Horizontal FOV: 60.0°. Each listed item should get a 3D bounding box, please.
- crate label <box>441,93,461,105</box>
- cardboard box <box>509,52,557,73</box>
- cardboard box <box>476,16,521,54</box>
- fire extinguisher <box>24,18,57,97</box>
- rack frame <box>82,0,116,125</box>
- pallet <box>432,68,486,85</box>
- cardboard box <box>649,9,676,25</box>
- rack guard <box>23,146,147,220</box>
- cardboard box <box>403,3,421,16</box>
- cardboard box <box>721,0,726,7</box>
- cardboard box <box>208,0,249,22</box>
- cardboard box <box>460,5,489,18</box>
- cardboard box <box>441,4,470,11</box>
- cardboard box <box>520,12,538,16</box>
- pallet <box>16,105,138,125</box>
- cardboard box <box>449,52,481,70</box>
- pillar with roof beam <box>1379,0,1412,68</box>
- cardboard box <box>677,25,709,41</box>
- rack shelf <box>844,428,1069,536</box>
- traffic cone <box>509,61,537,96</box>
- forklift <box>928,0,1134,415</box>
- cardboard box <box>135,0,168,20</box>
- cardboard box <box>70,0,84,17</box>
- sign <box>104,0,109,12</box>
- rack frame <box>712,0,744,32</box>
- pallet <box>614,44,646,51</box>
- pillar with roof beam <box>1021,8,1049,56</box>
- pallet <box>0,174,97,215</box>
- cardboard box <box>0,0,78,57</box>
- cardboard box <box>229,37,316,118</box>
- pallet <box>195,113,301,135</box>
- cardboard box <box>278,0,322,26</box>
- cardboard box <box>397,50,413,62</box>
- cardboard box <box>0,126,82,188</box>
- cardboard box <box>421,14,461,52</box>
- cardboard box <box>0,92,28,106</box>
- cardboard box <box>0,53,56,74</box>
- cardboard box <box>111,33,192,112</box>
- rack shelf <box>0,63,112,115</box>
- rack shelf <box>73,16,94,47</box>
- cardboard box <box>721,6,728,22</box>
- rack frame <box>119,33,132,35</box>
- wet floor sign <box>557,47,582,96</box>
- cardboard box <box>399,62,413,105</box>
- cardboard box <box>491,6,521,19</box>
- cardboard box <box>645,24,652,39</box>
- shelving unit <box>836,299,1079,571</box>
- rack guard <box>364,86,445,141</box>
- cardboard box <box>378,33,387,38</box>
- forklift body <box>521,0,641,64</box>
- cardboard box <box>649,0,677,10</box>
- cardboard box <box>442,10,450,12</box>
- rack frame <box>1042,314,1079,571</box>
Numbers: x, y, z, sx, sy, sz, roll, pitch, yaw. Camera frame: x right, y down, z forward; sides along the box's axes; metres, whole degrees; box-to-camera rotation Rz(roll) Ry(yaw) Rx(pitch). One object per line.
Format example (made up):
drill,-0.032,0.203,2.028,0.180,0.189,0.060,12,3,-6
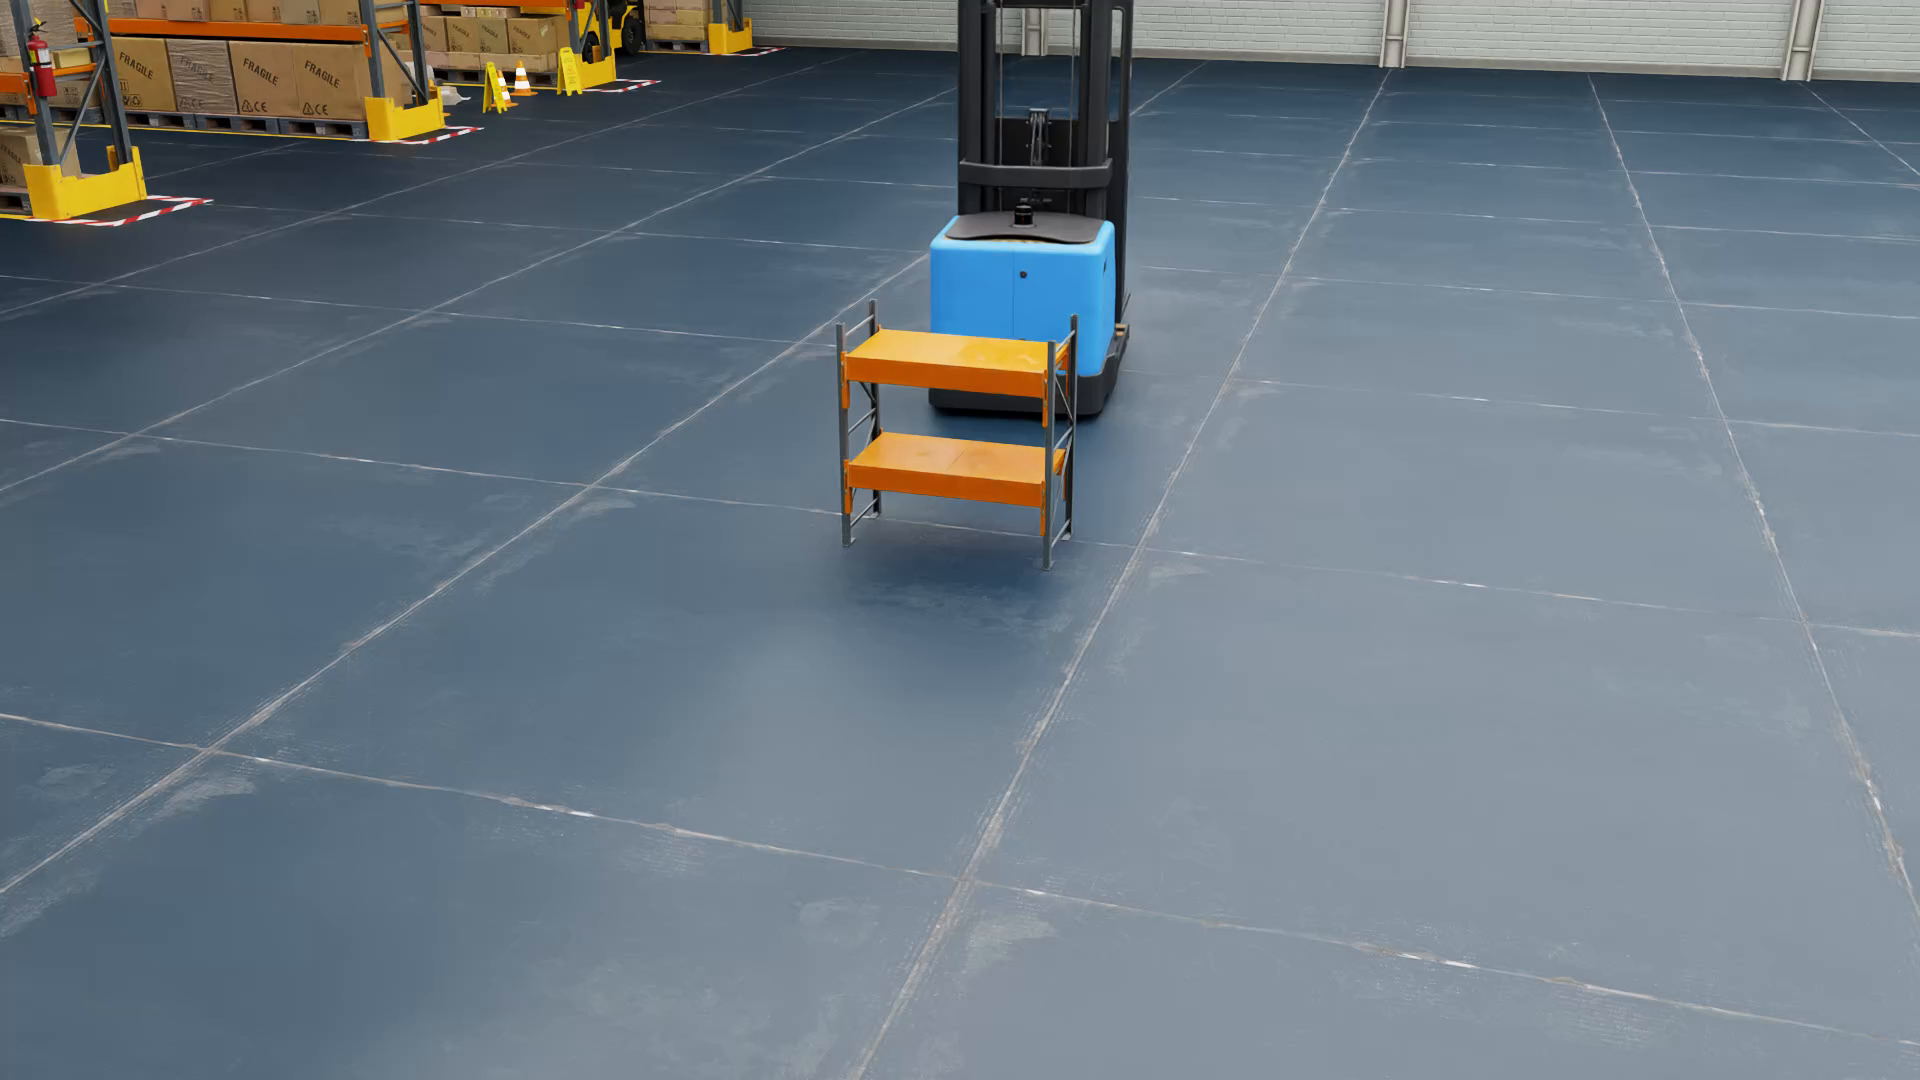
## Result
crate label,-7.030,-6.079,22.911,0.298,0.136,0.250,-5,23,-12
cardboard box,-6.355,-7.118,24.740,0.500,0.250,0.500,6,23,15
cardboard box,-6.823,-7.521,24.733,0.500,0.500,0.500,7,23,17
fire extinguisher,-8.367,-4.386,15.112,0.183,0.674,0.296,7,23,16
rack frame,-10.643,-6.831,20.971,0.127,3.000,1.000,7,23,16
pallet,-7.485,-7.157,25.440,1.213,0.211,1.003,7,23,16
cardboard box,-5.084,-9.158,29.056,0.500,0.250,0.500,6,23,15
rack guard,-8.416,-3.454,16.031,0.348,0.500,1.175,7,23,16
cardboard box,-8.228,-7.956,24.941,0.250,0.149,0.380,7,23,18
cardboard box,-4.456,-9.512,29.260,0.500,0.250,0.500,6,23,15
cardboard box,-8.734,-6.689,20.427,0.500,0.550,0.875,7,23,16
cardboard box,-7.185,-7.839,24.654,0.250,0.149,0.380,8,23,18
cardboard box,-9.123,-9.681,30.495,0.625,0.625,0.875,6,23,15
cardboard box,-6.698,-7.719,25.216,0.500,0.500,0.500,6,23,14
pallet,-11.404,-5.598,21.640,1.213,0.211,1.003,7,23,16
cardboard box,-7.328,-7.230,25.014,0.500,0.250,0.500,6,23,14
pillar with roof beam,5.788,-10.306,21.537,0.400,9.000,9.100,7,23,16
cardboard box,-4.591,-8.865,28.999,0.500,0.250,0.500,7,23,16
rack shelf,-0.006,-0.295,8.151,1.000,0.278,0.538,7,23,16
traffic cone,-6.265,-6.607,23.768,0.334,0.463,0.336,7,23,16
forklift,0.571,-2.627,10.812,1.130,2.935,3.031,4,23,9
cardboard box,-9.753,-6.813,20.728,0.550,0.550,0.875,7,23,16
cardboard box,-11.220,-6.838,20.855,0.500,0.500,0.500,6,23,15
sign,-8.186,-5.199,15.852,0.005,0.325,0.100,7,23,16
rack frame,-4.050,-10.006,28.712,0.127,3.000,1.000,7,23,16
pallet,-5.959,-8.919,29.736,1.213,0.211,1.003,7,23,15
pillar with roof beam,0.044,-10.964,23.141,0.400,9.000,9.100,7,23,16
pallet,-9.183,-3.422,16.334,1.213,0.211,1.003,7,23,16
cardboard box,-8.862,-4.856,15.632,0.500,0.500,0.875,7,23,16
cardboard box,-8.325,-5.750,20.582,0.875,0.875,0.875,6,23,15
pallet,-8.766,-5.296,20.904,1.213,0.211,1.003,7,23,15
cardboard box,-7.715,-6.539,20.061,0.550,0.550,0.875,7,23,16
cardboard box,-8.309,-7.346,25.296,0.500,0.250,0.500,8,24,19
cardboard box,-8.936,-3.714,16.113,0.500,0.500,0.500,11,25,25
cardboard box,-7.811,-7.635,25.013,0.500,0.500,0.500,8,24,18
cardboard box,-12.186,-6.127,21.666,0.750,0.750,1.050,7,23,15
cardboard box,-8.676,-4.442,15.477,0.250,0.149,0.380,7,23,16
cardboard box,-10.061,-5.948,21.065,0.875,0.875,0.875,7,23,16
rack shelf,-10.258,-4.488,16.207,4.000,0.370,1.077,7,23,16
rack shelf,-12.558,-6.718,21.642,4.000,0.370,1.077,7,23,16
cardboard box,-4.440,-9.287,29.368,0.500,0.250,0.500,7,23,16
rack frame,-13.139,-9.079,26.452,0.127,3.000,1.000,7,23,16
wet floor sign,-5.608,-6.704,23.762,0.232,0.644,0.267,16,27,34
cardboard box,-7.893,-6.320,23.015,0.637,0.503,0.797,-9,24,-21
cardboard box,-6.694,-7.781,24.512,0.250,0.149,0.380,7,23,17
cardboard box,-5.541,-8.981,29.282,0.500,0.250,0.500,7,23,16
shelving unit,-0.006,-0.521,8.058,1.048,1.125,0.538,7,23,16
rack guard,-6.791,-5.234,20.370,0.348,0.500,1.175,7,23,16
cardboard box,-8.823,-7.747,25.286,0.500,0.500,0.500,8,24,18
forklift body,-6.393,-9.159,27.763,1.214,2.155,2.313,7,23,16
cardboard box,-5.072,-9.382,28.942,0.500,0.250,0.500,7,23,16
cardboard box,-8.179,-7.888,25.628,0.500,0.500,0.500,7,23,16
rack frame,0.480,-0.465,7.922,0.032,1.125,0.500,7,23,16
